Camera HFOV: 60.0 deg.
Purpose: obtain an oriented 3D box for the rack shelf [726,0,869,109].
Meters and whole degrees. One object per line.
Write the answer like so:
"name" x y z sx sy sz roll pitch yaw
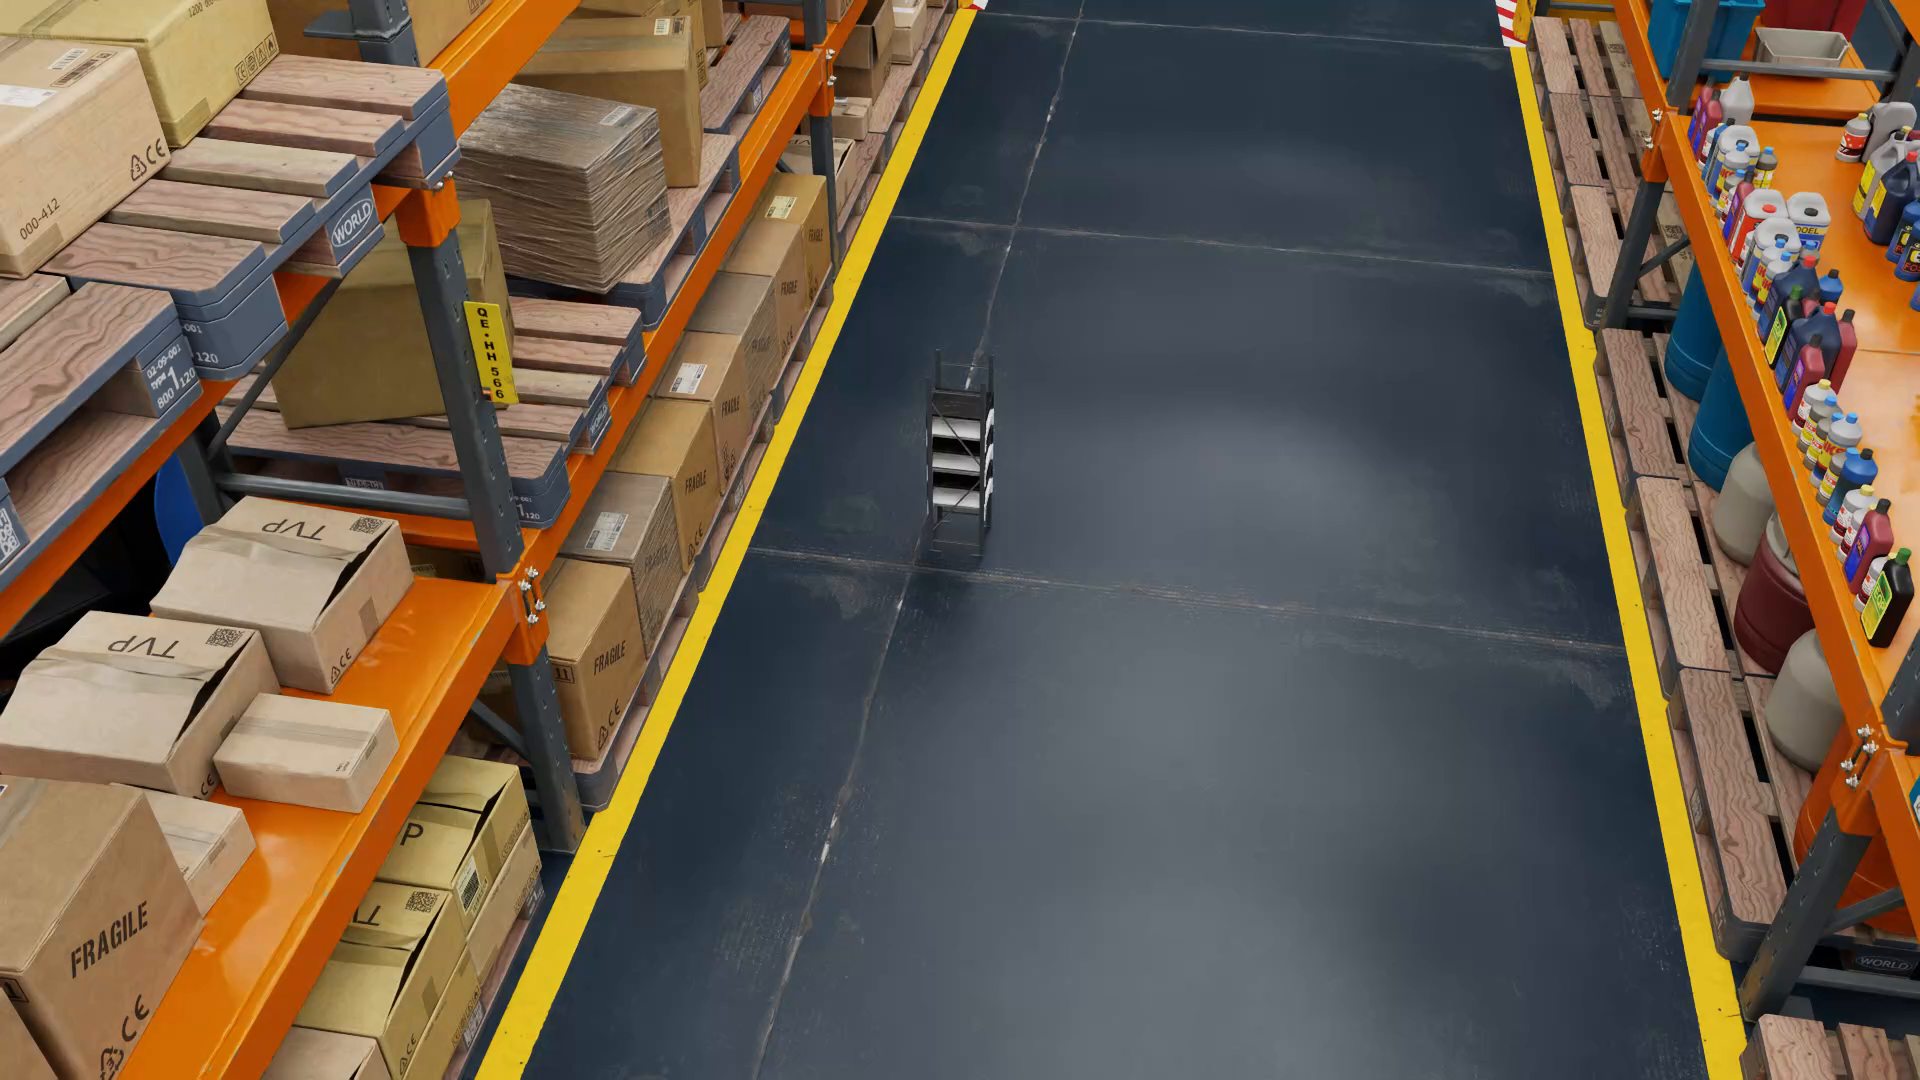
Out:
"rack shelf" -0.808 -3.617 9.836 1.077 0.370 4.000 6 40 8

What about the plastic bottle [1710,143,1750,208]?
"plastic bottle" 3.158 -1.493 6.803 0.097 0.271 0.097 0 40 0

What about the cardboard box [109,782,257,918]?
"cardboard box" -2.011 0.774 4.156 0.380 0.149 0.250 9 40 11

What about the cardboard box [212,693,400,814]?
"cardboard box" -1.730 0.563 4.412 0.380 0.149 0.250 6 40 8

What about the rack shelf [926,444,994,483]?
"rack shelf" 0.001 -0.326 6.991 0.258 0.077 0.200 6 40 8

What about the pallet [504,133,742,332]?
"pallet" -1.514 -1.276 6.590 1.003 0.211 1.213 6 40 8

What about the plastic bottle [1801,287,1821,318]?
"plastic bottle" 2.995 -0.747 5.891 0.061 0.283 0.133 6 40 8

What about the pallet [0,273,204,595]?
"pallet" -2.066 -0.074 2.780 1.003 0.211 1.213 8 40 10

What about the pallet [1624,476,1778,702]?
"pallet" 3.341 0.231 6.804 1.003 0.211 1.213 6 40 8

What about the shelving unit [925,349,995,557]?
"shelving unit" 0.001 -0.352 6.969 0.258 0.900 0.210 6 40 8

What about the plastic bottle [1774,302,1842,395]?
"plastic bottle" 2.948 -0.675 5.751 0.144 0.351 0.185 6 40 8

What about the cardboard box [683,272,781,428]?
"cardboard box" -1.138 -0.880 7.577 0.500 0.500 0.500 7 40 8

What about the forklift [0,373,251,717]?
"forklift" -3.815 -0.799 5.916 1.130 2.935 3.031 32 49 33

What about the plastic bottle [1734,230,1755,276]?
"plastic bottle" 3.062 -1.115 6.400 0.097 0.201 0.097 0 40 0

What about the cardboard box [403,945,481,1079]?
"cardboard box" -1.783 1.450 4.971 0.500 0.250 0.500 6 40 7

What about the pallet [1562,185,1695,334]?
"pallet" 3.813 -1.482 8.877 1.003 0.211 1.213 6 40 8

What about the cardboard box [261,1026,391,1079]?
"cardboard box" -1.868 1.552 4.407 0.500 0.311 0.500 6 40 7

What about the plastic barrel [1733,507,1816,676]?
"plastic barrel" 3.295 0.169 6.254 0.600 0.588 0.708 6 40 8

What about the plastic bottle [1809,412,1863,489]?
"plastic bottle" 2.827 -0.291 5.349 0.097 0.271 0.097 0 40 0

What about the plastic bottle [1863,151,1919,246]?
"plastic bottle" 3.713 -1.359 6.578 0.144 0.351 0.185 6 40 8

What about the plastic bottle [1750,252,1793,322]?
"plastic bottle" 3.005 -0.935 6.128 0.097 0.271 0.097 0 40 0

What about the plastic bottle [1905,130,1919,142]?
"plastic bottle" 3.979 -1.613 6.938 0.061 0.283 0.133 6 40 8

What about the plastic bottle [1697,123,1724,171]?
"plastic bottle" 3.215 -1.673 7.075 0.097 0.201 0.097 0 40 0

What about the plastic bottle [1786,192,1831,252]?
"plastic bottle" 3.258 -1.197 6.441 0.152 0.276 0.135 6 40 8

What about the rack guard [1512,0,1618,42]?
"rack guard" 4.408 -3.654 11.278 1.175 0.500 0.348 6 40 8

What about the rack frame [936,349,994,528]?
"rack frame" 0.019 -0.416 7.047 0.240 0.900 0.006 6 40 8

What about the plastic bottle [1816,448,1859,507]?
"plastic bottle" 2.810 -0.203 5.298 0.097 0.201 0.097 0 40 0

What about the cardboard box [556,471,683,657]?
"cardboard box" -1.401 0.081 6.414 0.500 0.500 0.500 5 40 6

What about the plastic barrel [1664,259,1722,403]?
"plastic barrel" 3.613 -1.104 7.549 0.600 0.901 0.708 6 40 8

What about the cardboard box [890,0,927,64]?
"cardboard box" -0.507 -3.298 10.698 0.500 0.250 0.500 6 40 8

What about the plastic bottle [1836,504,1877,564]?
"plastic bottle" 2.760 -0.020 5.076 0.097 0.201 0.097 0 40 0

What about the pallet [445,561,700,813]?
"pallet" -1.680 0.481 6.502 1.003 0.211 1.213 6 40 8

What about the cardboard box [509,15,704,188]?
"cardboard box" -1.399 -1.724 6.573 0.700 0.500 0.500 -3 40 -4

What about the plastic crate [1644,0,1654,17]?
"plastic crate" 3.653 -2.740 8.379 0.437 0.125 0.590 6 40 8

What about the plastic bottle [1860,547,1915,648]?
"plastic bottle" 2.682 0.164 4.790 0.061 0.283 0.133 6 40 8

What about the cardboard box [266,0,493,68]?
"cardboard box" -1.804 -1.601 4.400 0.910 0.500 0.500 6 40 8

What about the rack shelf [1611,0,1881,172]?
"rack shelf" 4.070 -3.069 9.172 1.077 0.370 4.000 6 40 8

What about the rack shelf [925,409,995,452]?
"rack shelf" 0.001 -0.465 6.876 0.258 0.077 0.200 6 40 8

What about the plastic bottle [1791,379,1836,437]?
"plastic bottle" 2.878 -0.448 5.593 0.097 0.201 0.097 0 40 0

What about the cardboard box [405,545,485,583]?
"cardboard box" -1.915 0.052 6.450 0.500 0.500 0.500 8 40 9

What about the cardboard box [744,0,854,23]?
"cardboard box" -0.797 -2.968 8.407 0.500 0.500 0.500 7 40 9

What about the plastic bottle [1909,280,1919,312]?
"plastic bottle" 3.634 -0.985 6.188 0.097 0.271 0.097 0 40 0

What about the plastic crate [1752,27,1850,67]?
"plastic crate" 3.945 -2.289 7.824 0.396 0.136 0.243 6 40 8

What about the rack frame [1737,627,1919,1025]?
"rack frame" 3.032 0.420 4.389 1.000 3.000 0.127 6 40 8

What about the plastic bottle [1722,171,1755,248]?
"plastic bottle" 3.087 -1.305 6.566 0.061 0.283 0.133 6 40 8

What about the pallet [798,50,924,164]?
"pallet" -0.825 -2.763 10.427 1.003 0.211 1.213 6 40 8

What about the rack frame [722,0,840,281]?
"rack frame" -1.154 -2.639 8.088 1.000 3.000 0.127 6 40 8

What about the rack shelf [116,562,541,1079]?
"rack shelf" -2.192 1.403 3.763 1.077 0.370 4.000 6 40 8
